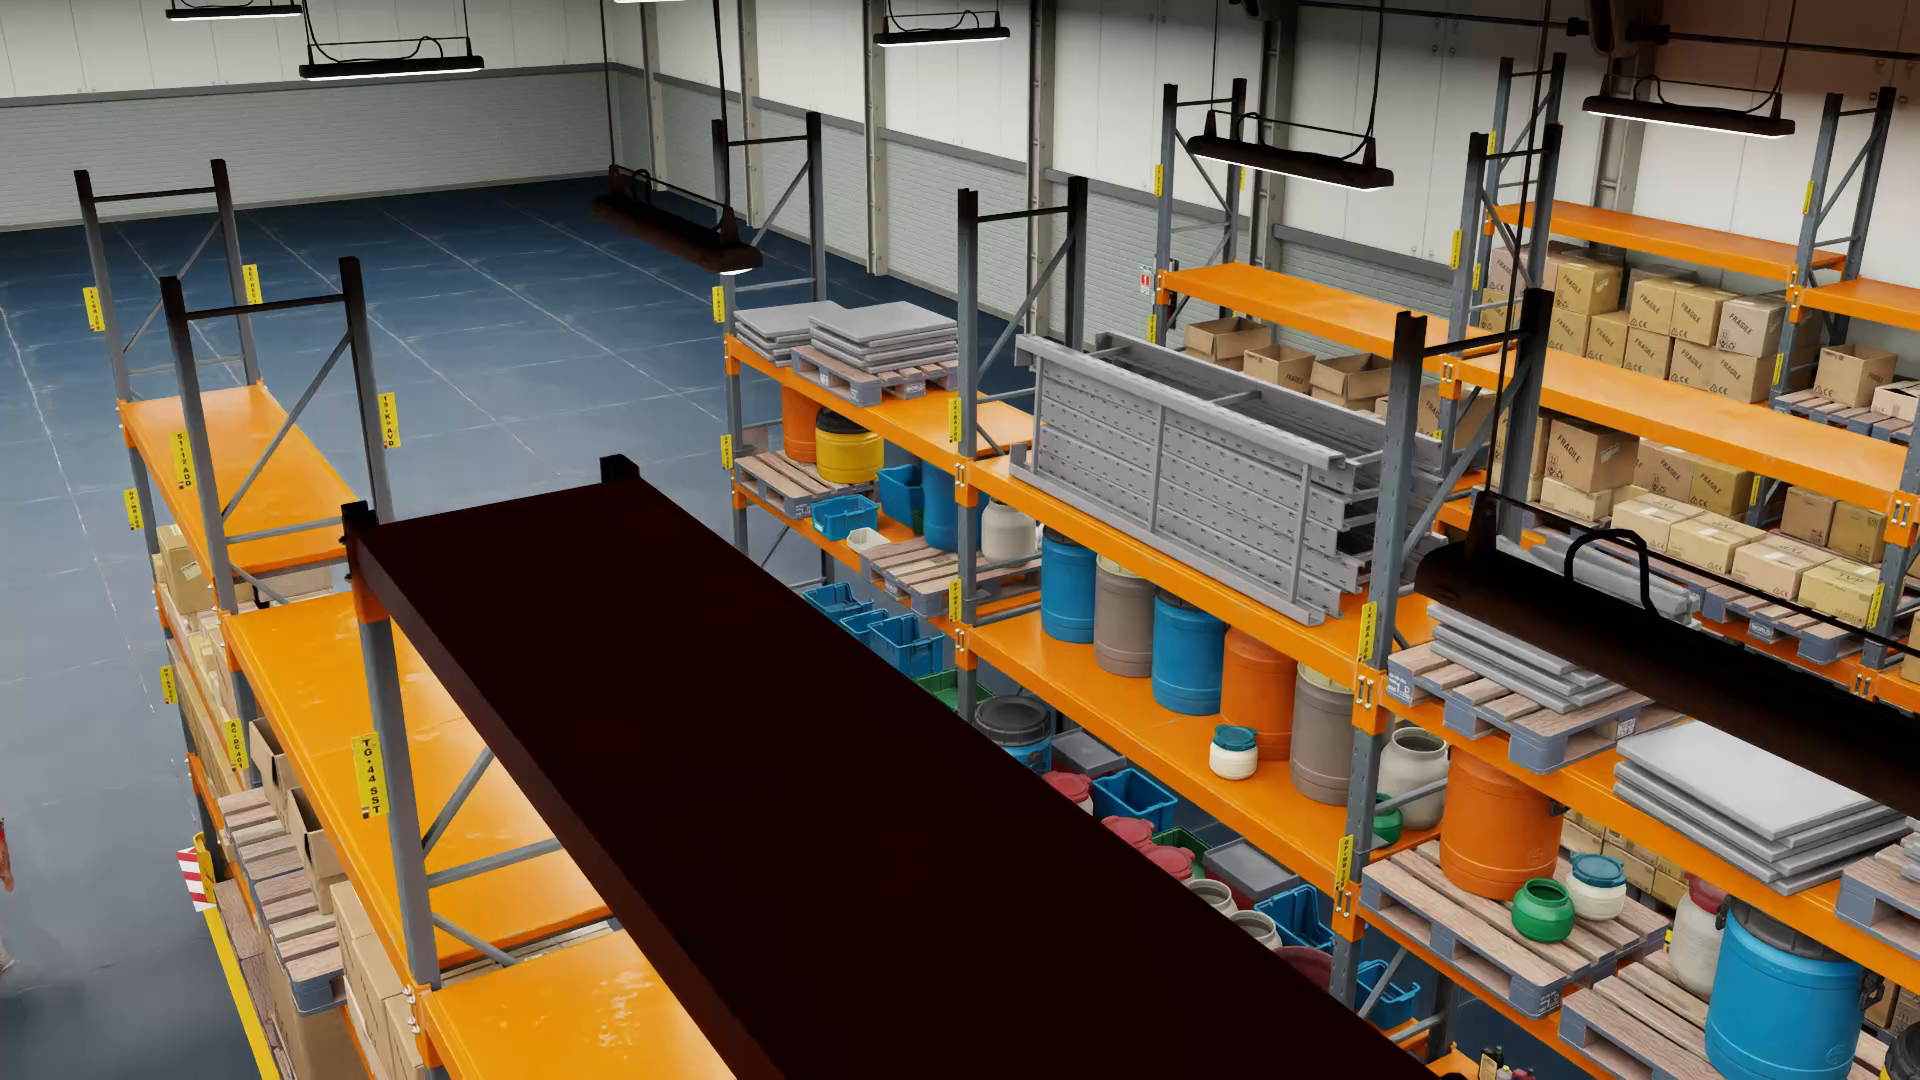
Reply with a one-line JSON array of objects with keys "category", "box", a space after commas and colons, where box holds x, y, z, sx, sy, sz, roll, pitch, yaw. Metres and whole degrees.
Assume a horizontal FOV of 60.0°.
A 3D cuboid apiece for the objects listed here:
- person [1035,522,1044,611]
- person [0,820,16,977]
[{"category": "person", "box": [0.945, 0.369, 18.316, 0.561, 1.694, 0.673, -6, 23, -15]}, {"category": "person", "box": [-7.594, 2.579, 12.700, 0.842, 1.667, 0.546, 10, 24, 23]}]
